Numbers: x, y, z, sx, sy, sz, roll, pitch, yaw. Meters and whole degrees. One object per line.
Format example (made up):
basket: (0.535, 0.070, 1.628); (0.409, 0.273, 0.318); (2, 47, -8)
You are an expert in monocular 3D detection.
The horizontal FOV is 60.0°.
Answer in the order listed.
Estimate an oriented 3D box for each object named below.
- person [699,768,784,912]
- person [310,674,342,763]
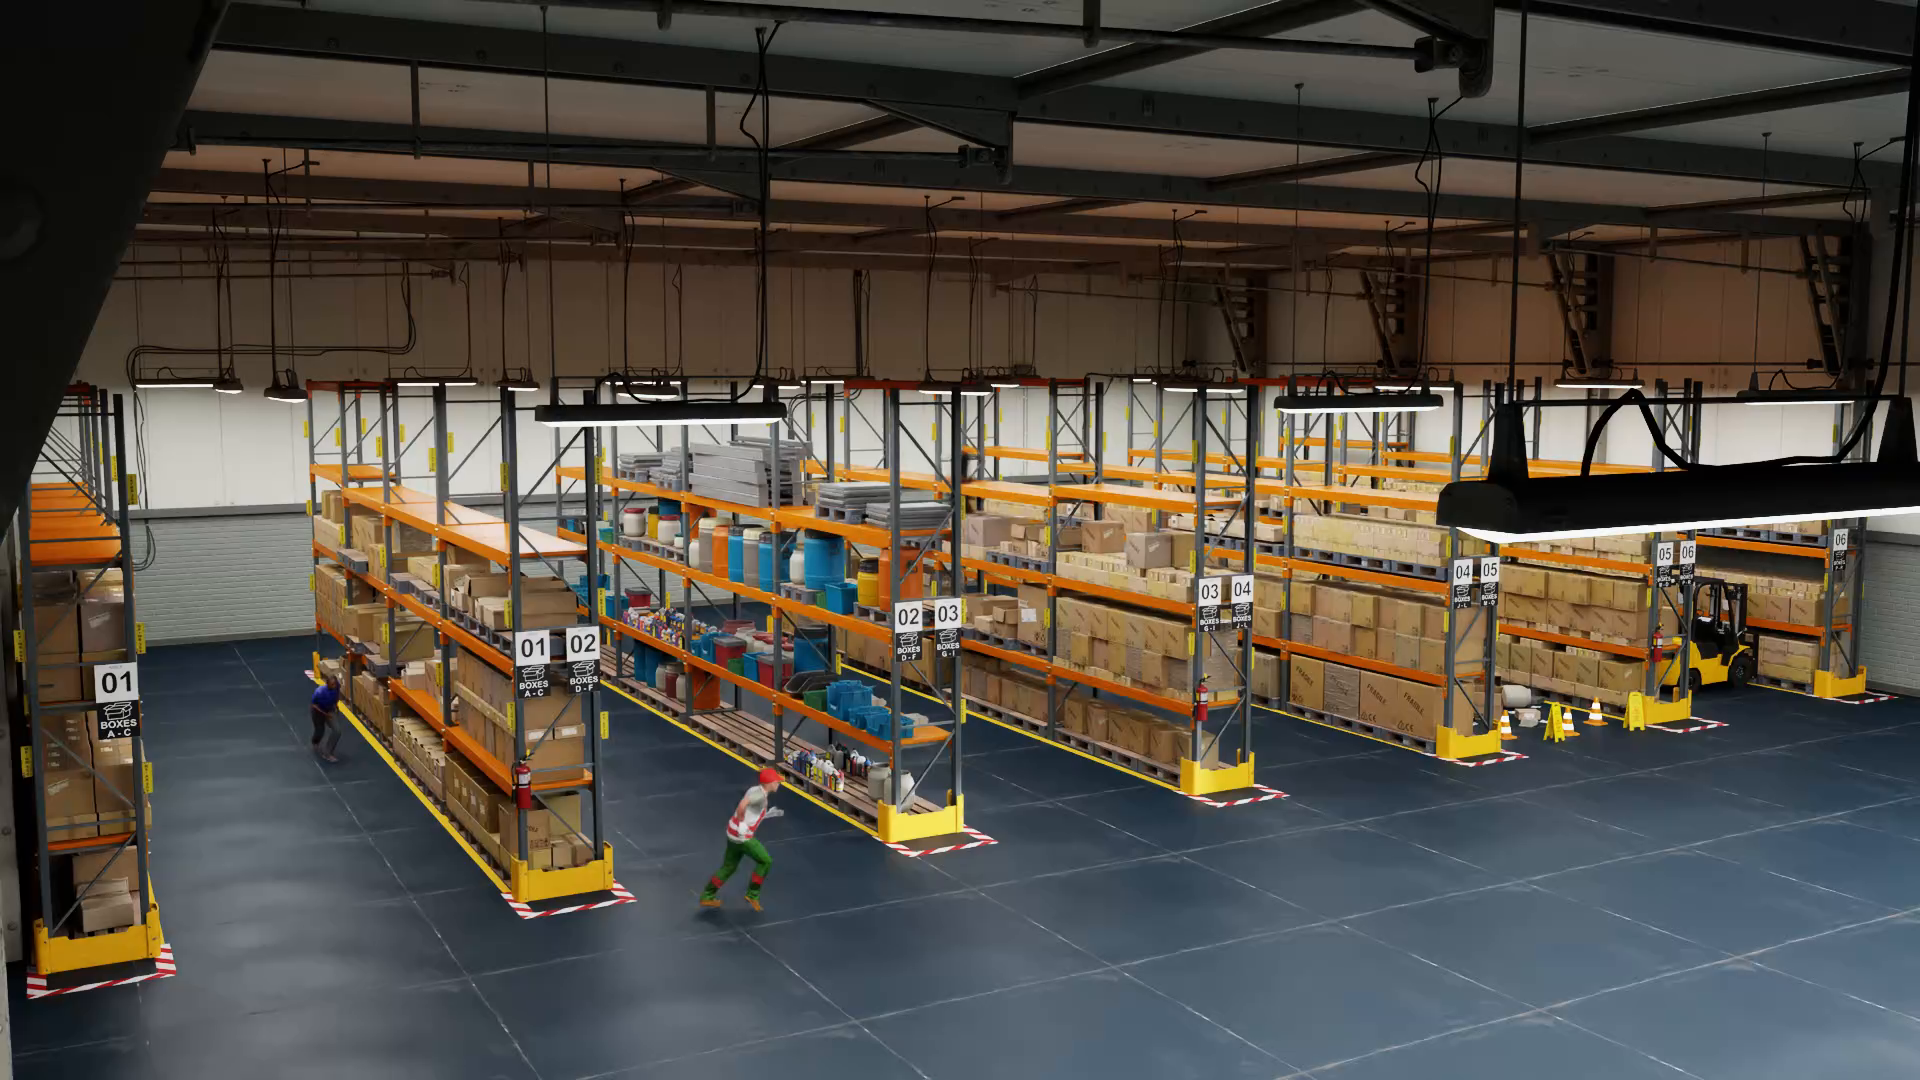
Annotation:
person: (-2.512, 3.492, 19.149); (0.996, 1.702, 0.715); (-1, 6, -11)
person: (-10.223, 2.808, 26.626); (1.087, 1.455, 0.558); (6, 8, 44)
